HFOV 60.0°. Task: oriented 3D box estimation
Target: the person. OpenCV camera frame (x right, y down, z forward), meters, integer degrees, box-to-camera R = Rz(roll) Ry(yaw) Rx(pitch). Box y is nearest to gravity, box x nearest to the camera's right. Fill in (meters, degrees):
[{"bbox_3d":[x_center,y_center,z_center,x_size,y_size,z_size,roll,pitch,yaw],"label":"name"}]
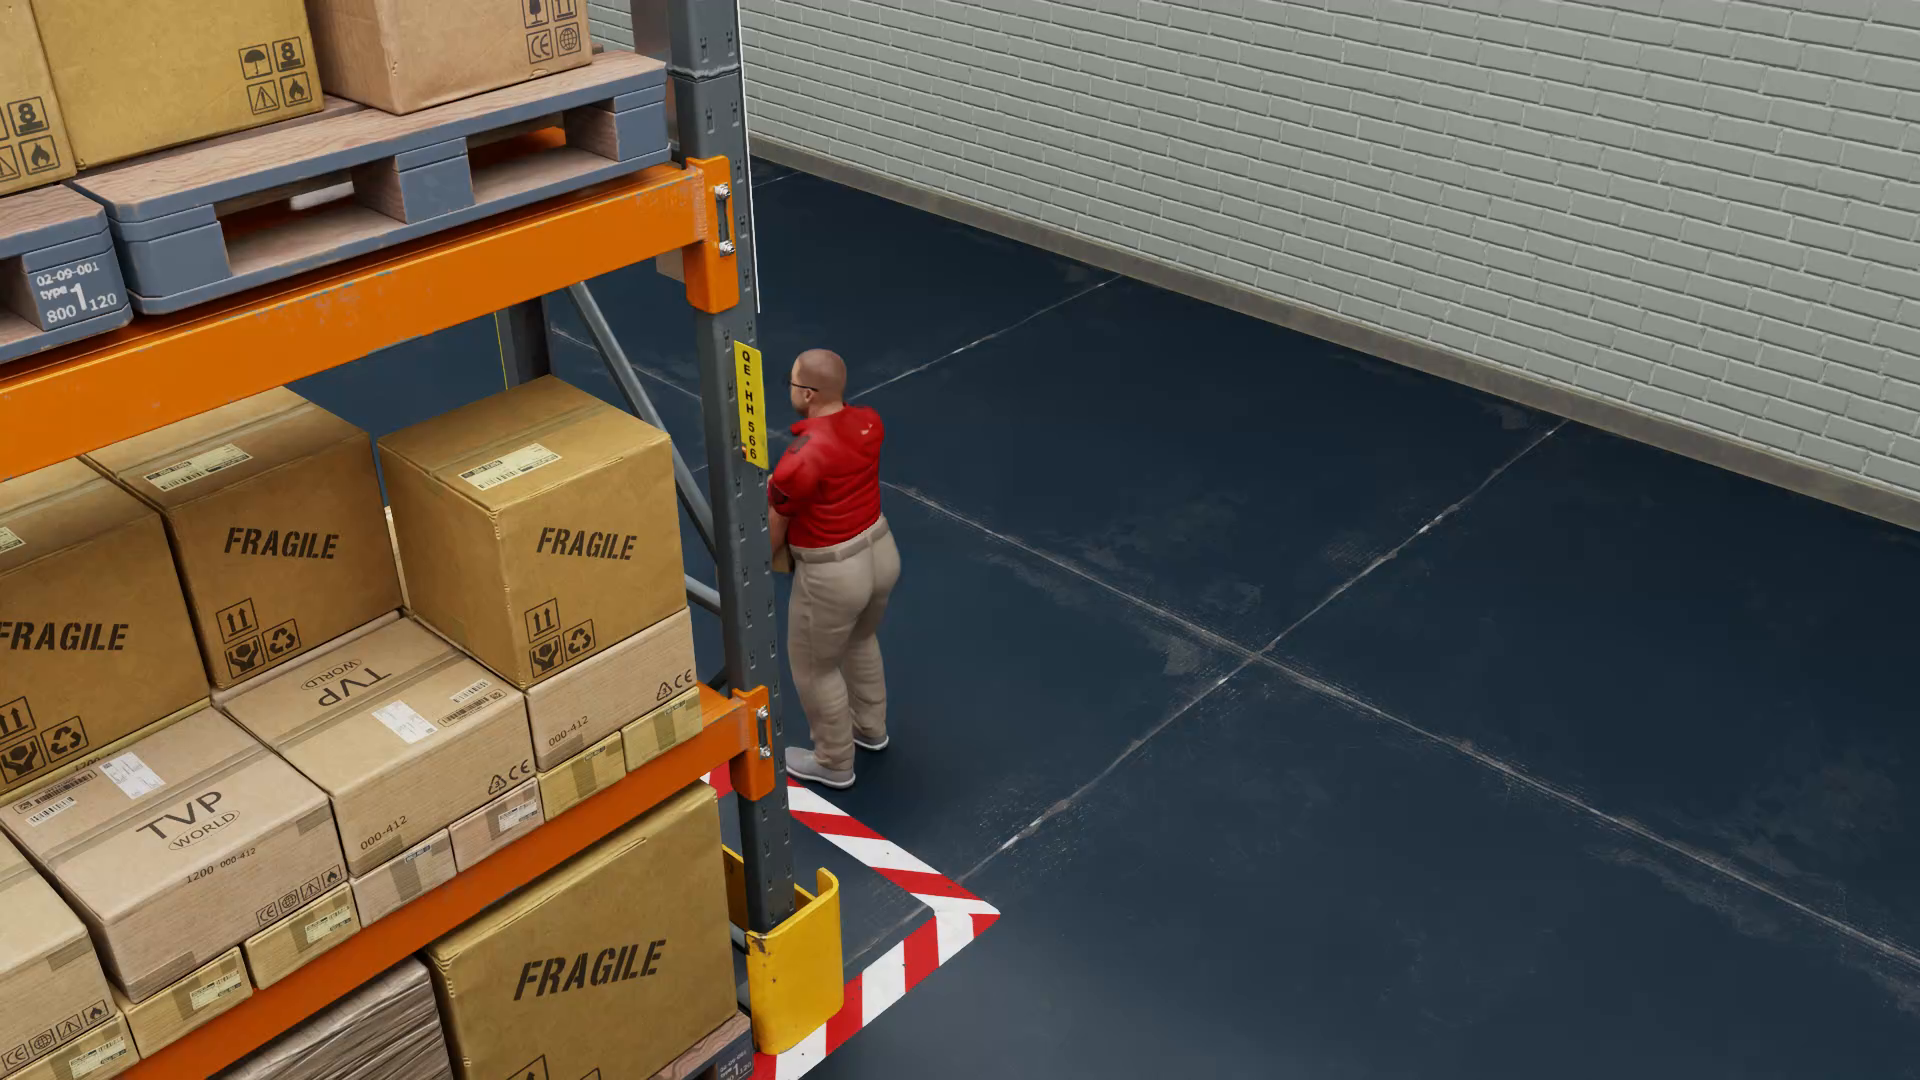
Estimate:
[{"bbox_3d":[-0.517,0.089,6.013,0.554,1.726,0.489,19,36,29],"label":"person"}]
